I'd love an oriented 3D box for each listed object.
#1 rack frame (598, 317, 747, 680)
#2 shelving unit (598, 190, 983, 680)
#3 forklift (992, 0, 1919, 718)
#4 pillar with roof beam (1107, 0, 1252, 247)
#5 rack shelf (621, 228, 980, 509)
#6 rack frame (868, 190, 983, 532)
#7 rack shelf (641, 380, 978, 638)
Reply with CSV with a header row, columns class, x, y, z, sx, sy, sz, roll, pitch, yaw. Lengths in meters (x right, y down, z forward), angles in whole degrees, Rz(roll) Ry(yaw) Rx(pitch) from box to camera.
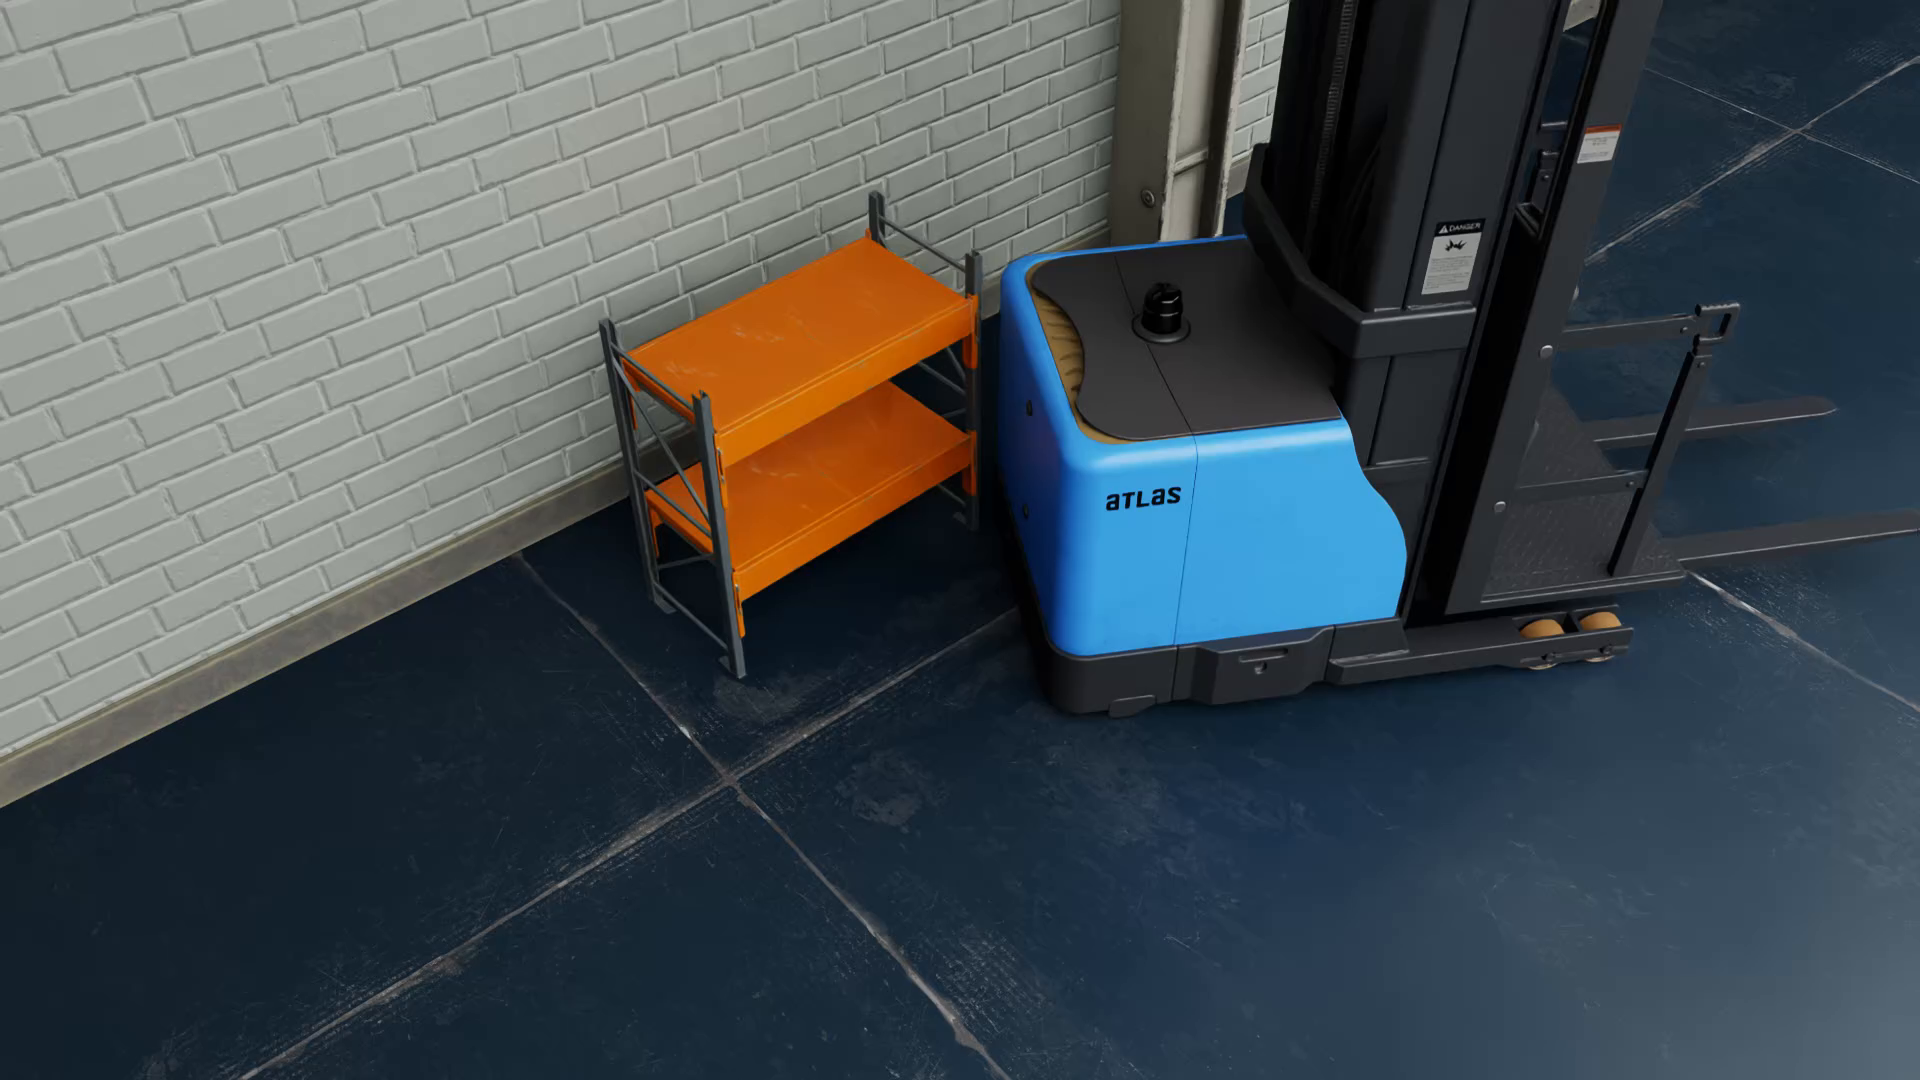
class,x,y,z,sx,sy,sz,roll,pitch,yaw
rack frame,-0.860,-0.100,5.034,0.032,1.125,0.500,-32,52,-30
shelving unit,-0.486,-0.335,5.285,1.048,1.125,0.538,-32,52,-30
forklift,1.678,-1.006,4.681,3.031,2.935,1.130,-7,44,-7
pillar with roof beam,3.619,-2.237,1.558,0.400,9.000,9.100,-30,51,-28
rack shelf,-0.486,-0.548,5.085,1.000,0.278,0.538,-32,52,-30
rack frame,-0.111,-0.570,5.536,0.032,1.125,0.500,-32,52,-30
rack shelf,-0.486,-0.157,5.452,1.000,0.278,0.538,-32,52,-30
